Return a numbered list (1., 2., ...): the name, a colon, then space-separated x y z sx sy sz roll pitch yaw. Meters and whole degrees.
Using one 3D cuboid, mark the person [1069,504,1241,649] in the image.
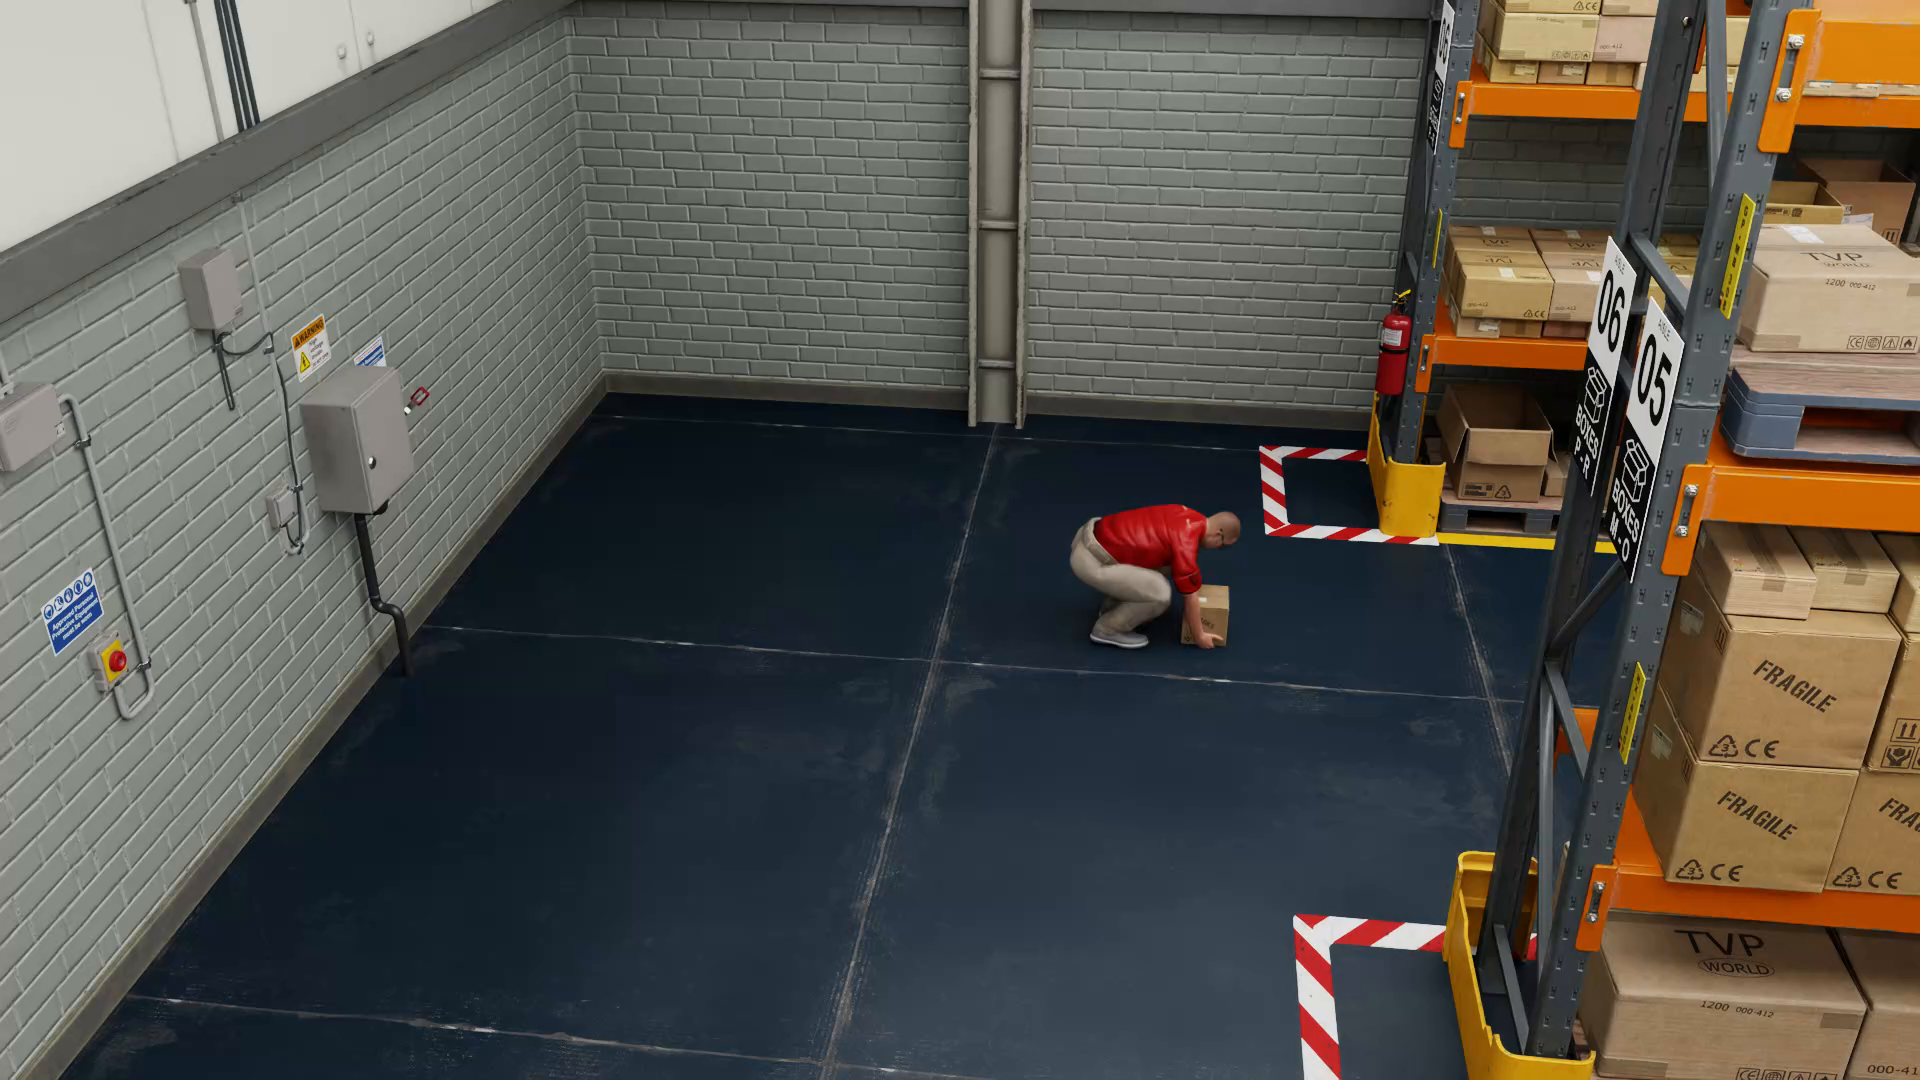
1. person: 1.081 0.193 9.321 0.935 0.786 0.523 3 28 5
